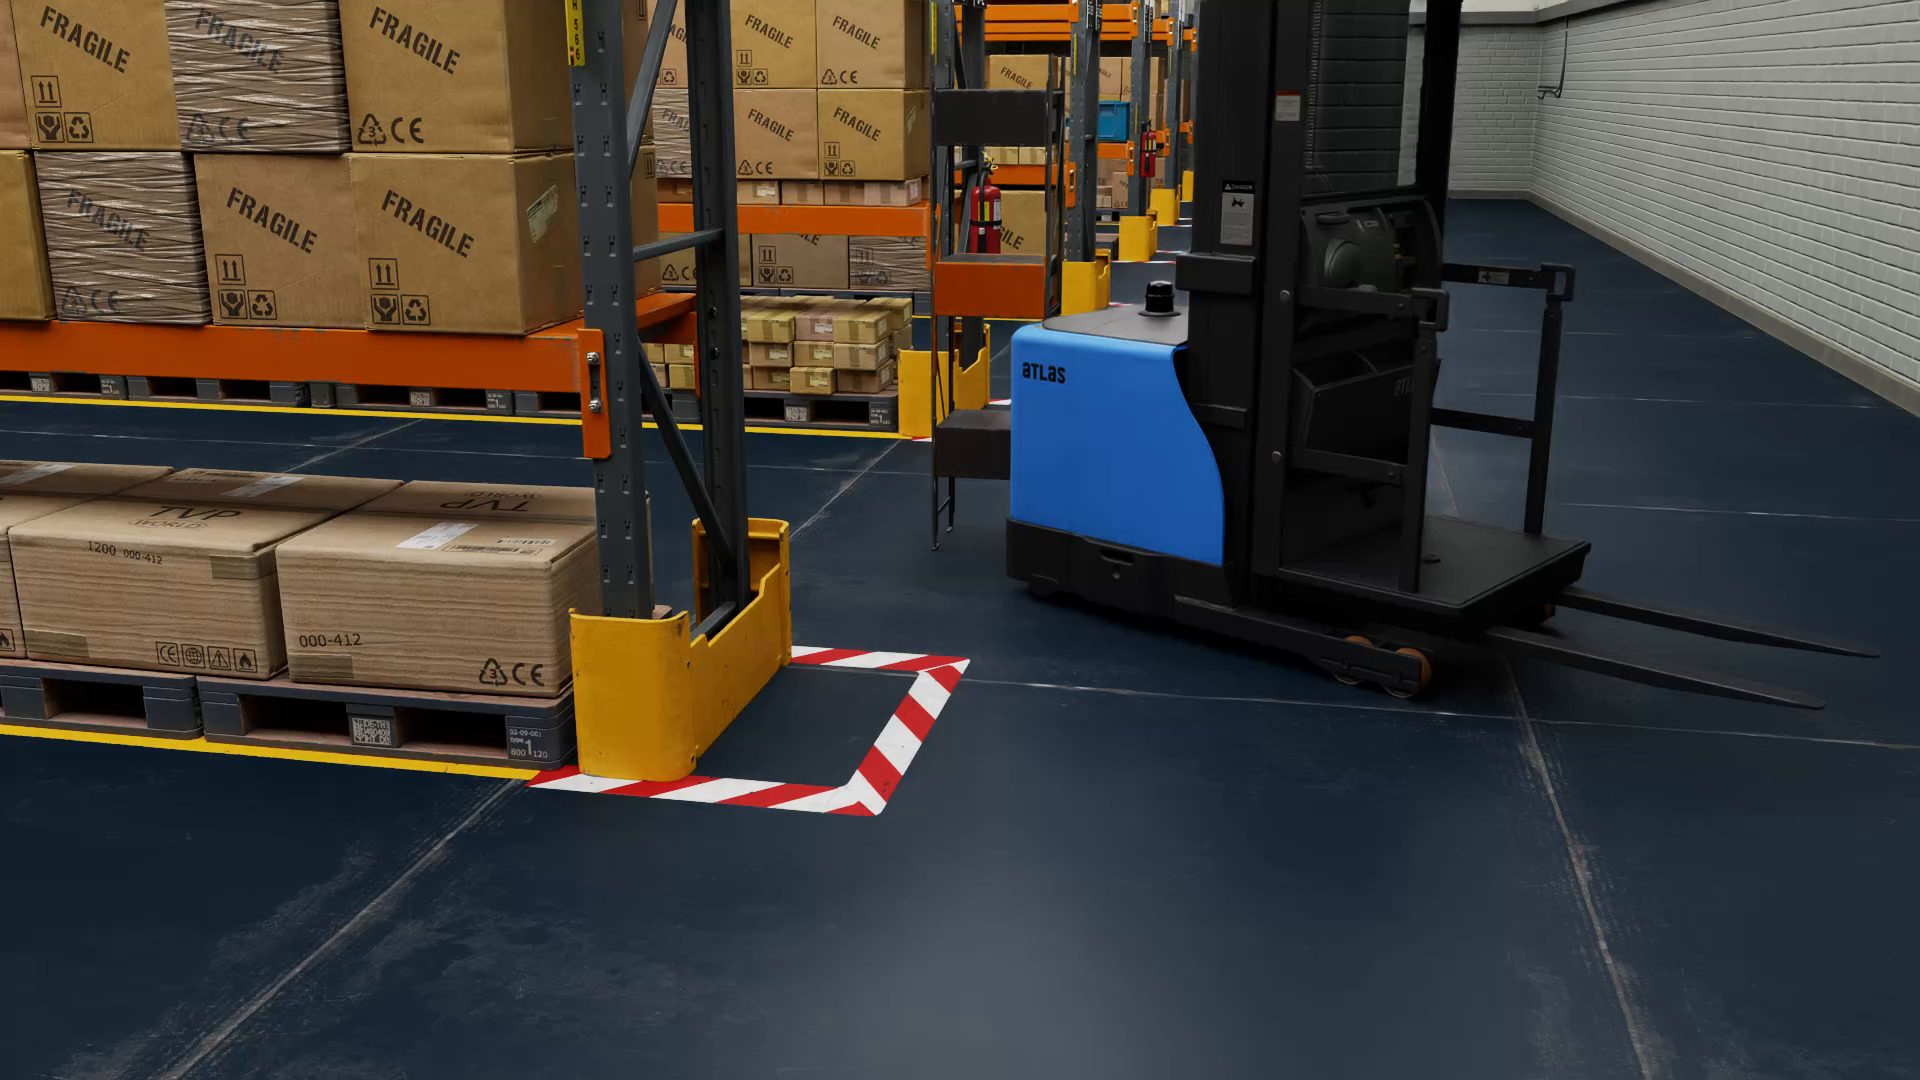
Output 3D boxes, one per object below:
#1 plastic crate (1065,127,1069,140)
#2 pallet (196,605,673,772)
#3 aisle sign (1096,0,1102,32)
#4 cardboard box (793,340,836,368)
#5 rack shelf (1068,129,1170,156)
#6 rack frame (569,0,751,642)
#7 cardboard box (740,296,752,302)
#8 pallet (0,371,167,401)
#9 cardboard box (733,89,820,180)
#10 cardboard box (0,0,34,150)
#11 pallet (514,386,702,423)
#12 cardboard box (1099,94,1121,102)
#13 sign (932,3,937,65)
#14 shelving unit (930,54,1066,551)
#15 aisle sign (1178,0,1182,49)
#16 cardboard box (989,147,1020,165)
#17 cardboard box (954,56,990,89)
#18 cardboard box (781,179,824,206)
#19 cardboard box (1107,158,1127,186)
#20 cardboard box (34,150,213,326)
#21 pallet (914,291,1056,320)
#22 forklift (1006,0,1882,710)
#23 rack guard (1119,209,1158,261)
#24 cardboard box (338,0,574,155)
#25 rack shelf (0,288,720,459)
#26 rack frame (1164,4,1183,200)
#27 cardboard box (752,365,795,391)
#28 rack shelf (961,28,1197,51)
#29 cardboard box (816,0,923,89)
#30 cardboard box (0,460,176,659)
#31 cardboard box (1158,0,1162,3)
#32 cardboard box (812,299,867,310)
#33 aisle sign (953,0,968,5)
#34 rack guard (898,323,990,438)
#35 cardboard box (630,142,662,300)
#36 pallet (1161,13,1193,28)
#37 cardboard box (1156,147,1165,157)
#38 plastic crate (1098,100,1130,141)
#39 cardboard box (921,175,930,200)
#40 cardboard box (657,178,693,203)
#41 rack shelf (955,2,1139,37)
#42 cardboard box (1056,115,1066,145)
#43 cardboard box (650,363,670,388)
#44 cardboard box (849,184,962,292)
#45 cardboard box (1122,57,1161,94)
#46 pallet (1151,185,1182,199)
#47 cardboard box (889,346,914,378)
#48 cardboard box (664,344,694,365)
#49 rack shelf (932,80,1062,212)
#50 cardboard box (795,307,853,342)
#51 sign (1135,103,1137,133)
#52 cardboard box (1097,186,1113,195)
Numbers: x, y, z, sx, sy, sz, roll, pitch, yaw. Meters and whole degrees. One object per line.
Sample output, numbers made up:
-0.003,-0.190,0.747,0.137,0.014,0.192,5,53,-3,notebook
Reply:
1.229,-4.676,19.135,0.243,0.136,0.396,3,16,11,plastic crate
-1.697,0.432,5.537,1.213,0.211,1.003,3,16,11,pallet
1.208,-4.810,14.367,0.004,0.787,0.394,3,16,11,aisle sign
-0.829,-1.143,9.997,0.250,0.149,0.380,3,16,10,cardboard box
1.095,-5.833,24.279,4.000,0.370,1.077,3,16,11,rack shelf
-0.897,-0.890,5.085,0.127,3.000,1.000,3,16,11,rack frame
-1.501,-1.461,10.586,0.250,0.149,0.380,4,16,13,cardboard box
-5.892,-1.164,11.300,1.213,0.211,1.003,3,16,11,pallet
-1.005,-2.367,9.674,0.500,0.500,0.500,3,16,10,cardboard box
-2.912,-1.458,5.075,0.500,0.500,0.500,3,16,11,cardboard box
-2.065,-0.968,10.592,1.213,0.211,1.003,3,16,11,pallet
2.053,-6.101,23.711,0.500,0.500,0.500,3,16,12,cardboard box
-0.140,-2.756,9.063,0.005,0.325,0.100,3,16,11,sign
0.162,-1.003,7.180,0.503,2.100,0.431,3,16,11,shelving unit
3.061,-7.243,23.149,0.004,0.787,0.394,3,16,11,aisle sign
0.408,-3.307,14.284,0.250,0.149,0.380,3,16,12,cardboard box
0.171,-4.038,14.768,0.500,0.500,0.500,3,16,10,cardboard box
-0.871,-2.045,9.726,0.250,0.149,0.380,3,16,11,cardboard box
2.842,-6.405,28.891,0.500,0.500,0.700,3,16,11,cardboard box
-2.418,-0.950,5.115,0.500,0.500,0.500,4,16,13,cardboard box
0.278,-2.160,14.896,1.213,0.211,1.003,3,16,11,pallet
1.619,-1.040,5.755,3.031,2.935,1.130,13,20,40,forklift
2.091,-3.575,19.463,0.348,0.500,1.175,3,16,11,rack guard
-1.417,-1.383,4.806,0.500,0.500,0.500,4,16,13,cardboard box
-2.857,-0.650,5.566,4.000,0.370,1.077,3,16,11,rack shelf
3.055,-6.074,23.799,0.127,3.000,1.000,3,16,11,rack frame
-1.081,-1.016,10.094,0.250,0.149,0.380,3,16,11,cardboard box
2.079,-8.575,28.557,4.000,0.370,1.077,3,16,11,rack shelf
-0.508,-2.823,9.446,0.500,0.500,0.500,3,16,10,cardboard box
-3.346,0.039,5.746,0.875,0.438,0.875,3,16,9,cardboard box
2.604,-7.783,23.696,0.500,0.250,0.500,3,16,11,cardboard box
-0.750,-1.405,10.385,0.250,0.149,0.380,3,16,12,cardboard box
0.002,-3.361,9.135,0.004,0.787,0.394,3,16,11,aisle sign
-0.084,-0.990,10.128,0.348,0.500,1.175,3,16,11,rack guard
-1.311,-1.039,5.435,0.500,0.500,0.500,3,16,11,cardboard box
3.310,-8.809,28.222,1.213,0.211,1.003,3,16,11,pallet
3.495,-6.737,28.874,0.250,0.149,0.380,3,16,11,cardboard box
1.699,-4.793,18.997,0.499,0.435,0.616,3,16,11,plastic crate
-0.262,-2.172,10.185,0.250,0.149,0.380,3,16,11,cardboard box
-1.631,-2.104,9.939,0.250,0.149,0.380,2,16,9,cardboard box
0.105,-5.983,19.201,4.000,0.370,1.077,3,16,11,rack shelf
0.661,-3.650,14.772,0.500,0.250,0.500,3,16,10,cardboard box
-1.852,-1.043,10.190,0.250,0.149,0.380,3,16,12,cardboard box
-0.457,-2.722,14.894,0.875,0.875,0.875,3,16,11,cardboard box
2.564,-6.555,23.478,0.500,0.500,0.500,3,16,11,cardboard box
3.240,-6.048,28.930,1.213,0.211,1.003,3,16,11,pallet
-0.460,-1.130,10.507,0.250,0.149,0.380,3,16,12,cardboard box
-1.604,-1.167,10.082,0.250,0.149,0.380,3,16,12,cardboard box
0.162,-1.665,6.997,0.480,0.518,0.431,3,16,11,rack shelf
-0.814,-1.296,9.990,0.250,0.149,0.380,3,16,12,cardboard box
1.971,-4.712,18.577,0.005,0.325,0.100,3,16,11,sign
2.089,-5.090,24.576,0.500,0.250,0.500,3,16,11,cardboard box
